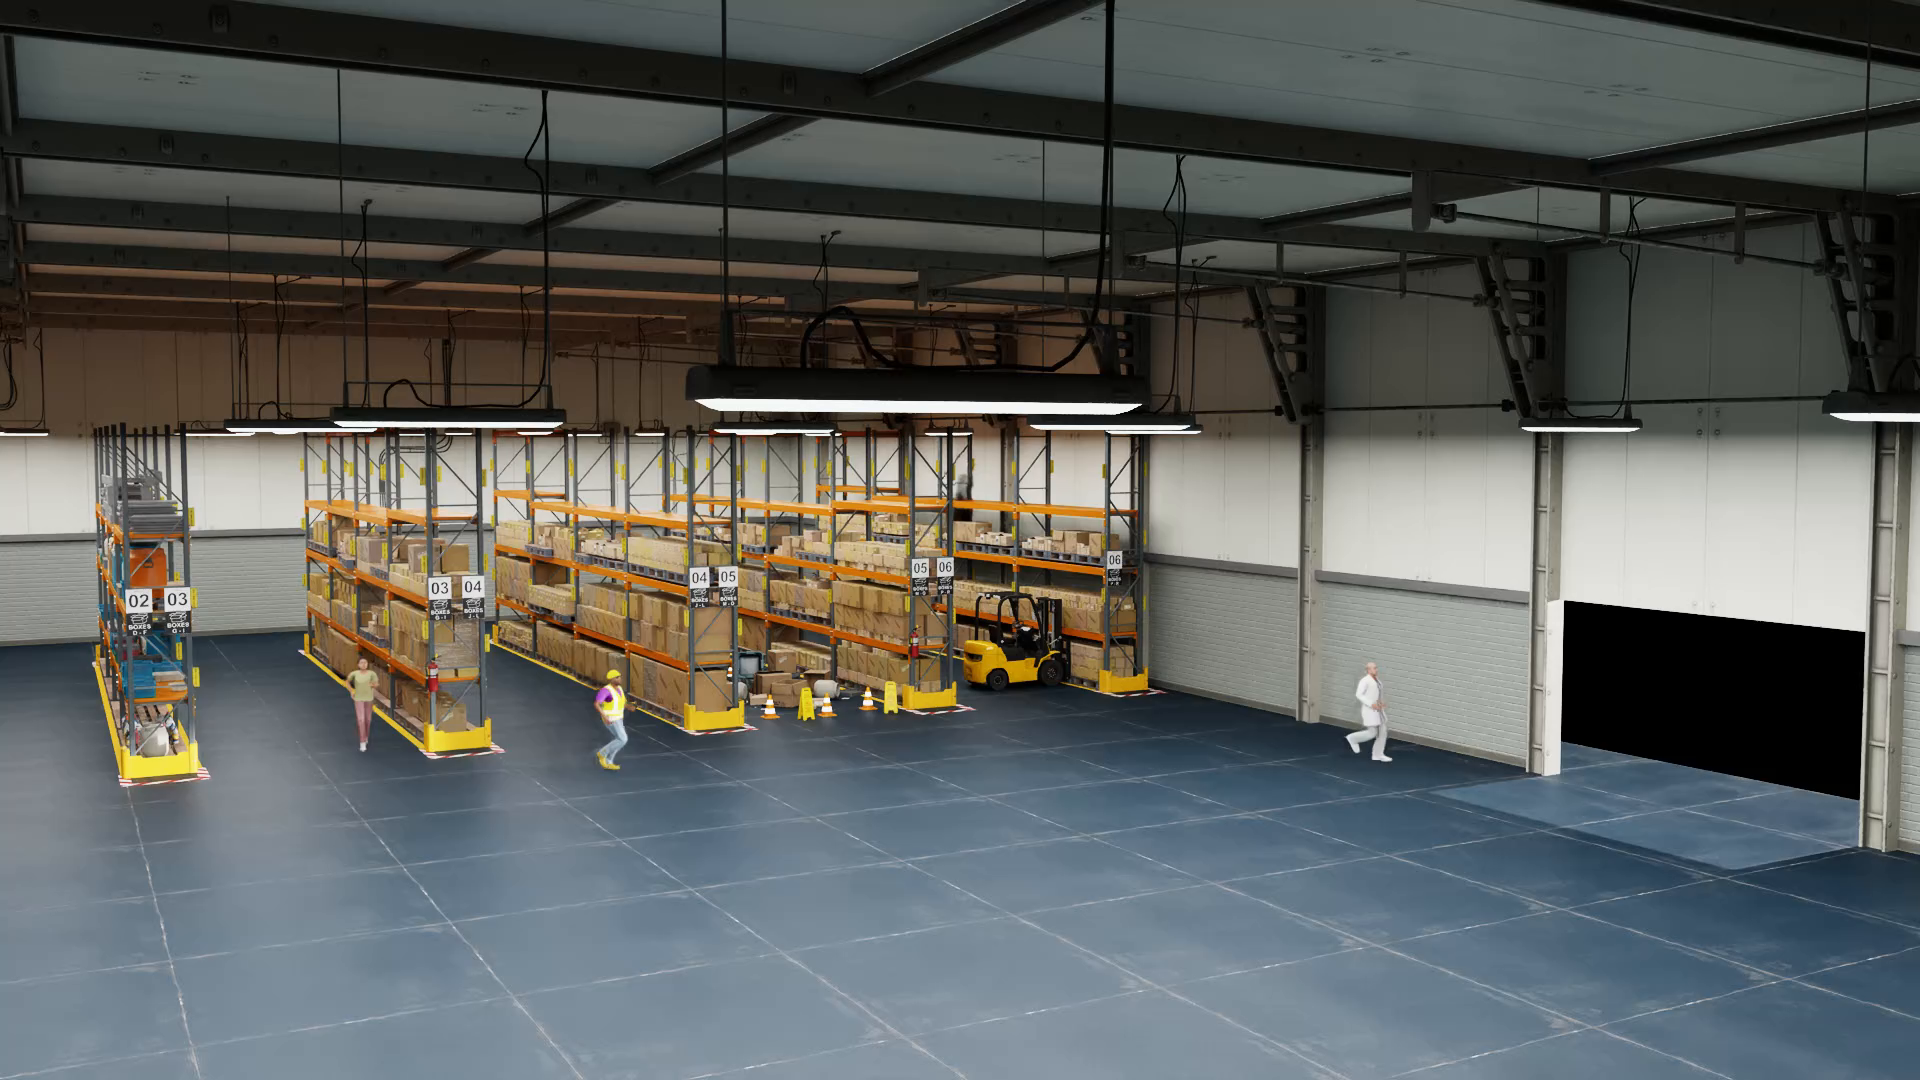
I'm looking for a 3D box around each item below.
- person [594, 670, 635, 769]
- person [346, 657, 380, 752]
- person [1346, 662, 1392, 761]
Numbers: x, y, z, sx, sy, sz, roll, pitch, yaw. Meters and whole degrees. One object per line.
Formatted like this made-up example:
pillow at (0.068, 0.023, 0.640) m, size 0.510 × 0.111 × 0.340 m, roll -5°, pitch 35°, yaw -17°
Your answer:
person at (-5.963, 3.109, 28.836) m, size 0.594 × 1.729 × 0.681 m, roll 1°, pitch 4°, yaw 12°
person at (-11.046, 3.011, 30.808) m, size 0.563 × 1.719 × 0.742 m, roll -2°, pitch 4°, yaw -29°
person at (7.321, 3.049, 29.621) m, size 0.865 × 1.745 × 0.726 m, roll 3°, pitch 5°, yaw 43°
